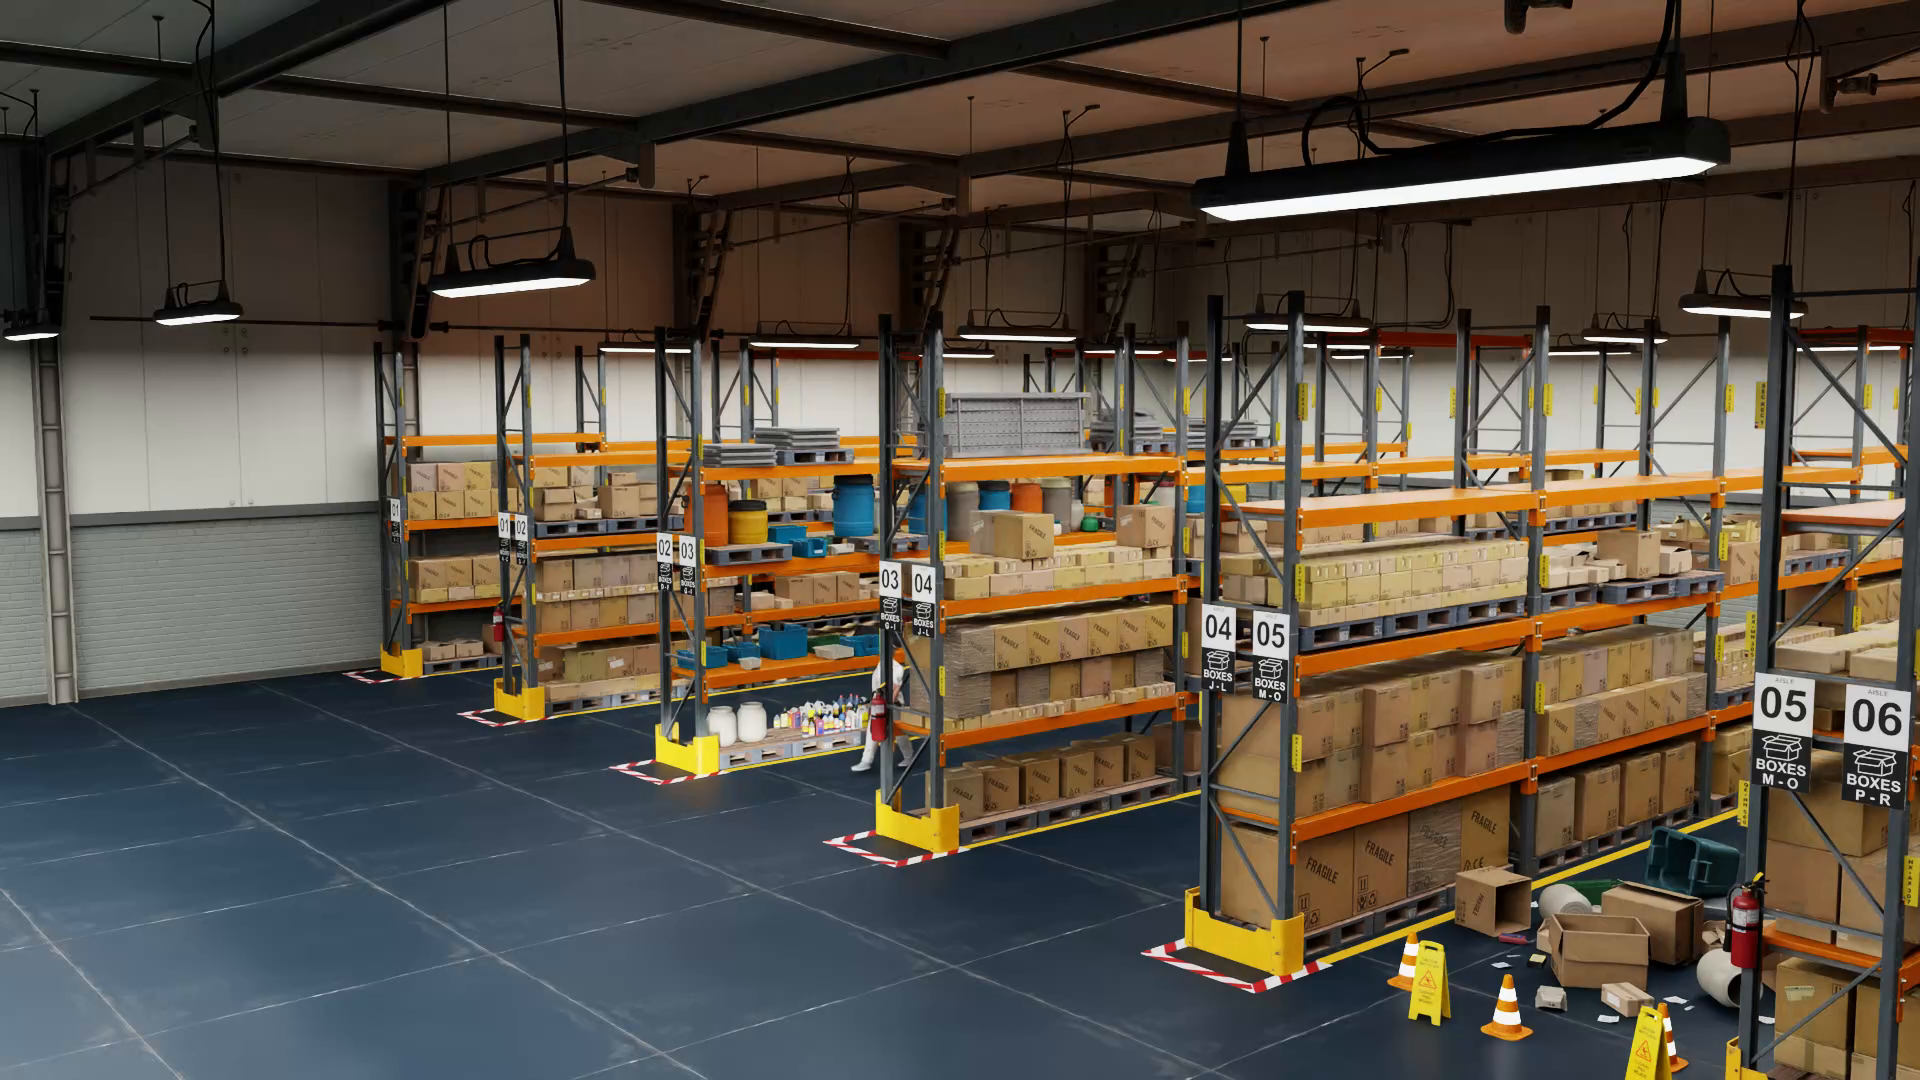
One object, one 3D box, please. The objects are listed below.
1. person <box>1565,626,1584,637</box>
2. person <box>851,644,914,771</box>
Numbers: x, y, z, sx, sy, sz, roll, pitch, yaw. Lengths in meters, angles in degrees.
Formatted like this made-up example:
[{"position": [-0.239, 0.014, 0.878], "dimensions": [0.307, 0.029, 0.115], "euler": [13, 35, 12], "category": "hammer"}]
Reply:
[{"position": [9.506, 2.065, 25.423], "dimensions": [0.688, 1.589, 0.664], "euler": [-3, 6, -31], "category": "person"}, {"position": [-1.028, 2.235, 22.459], "dimensions": [0.951, 1.723, 0.565], "euler": [-5, 7, -41], "category": "person"}]
